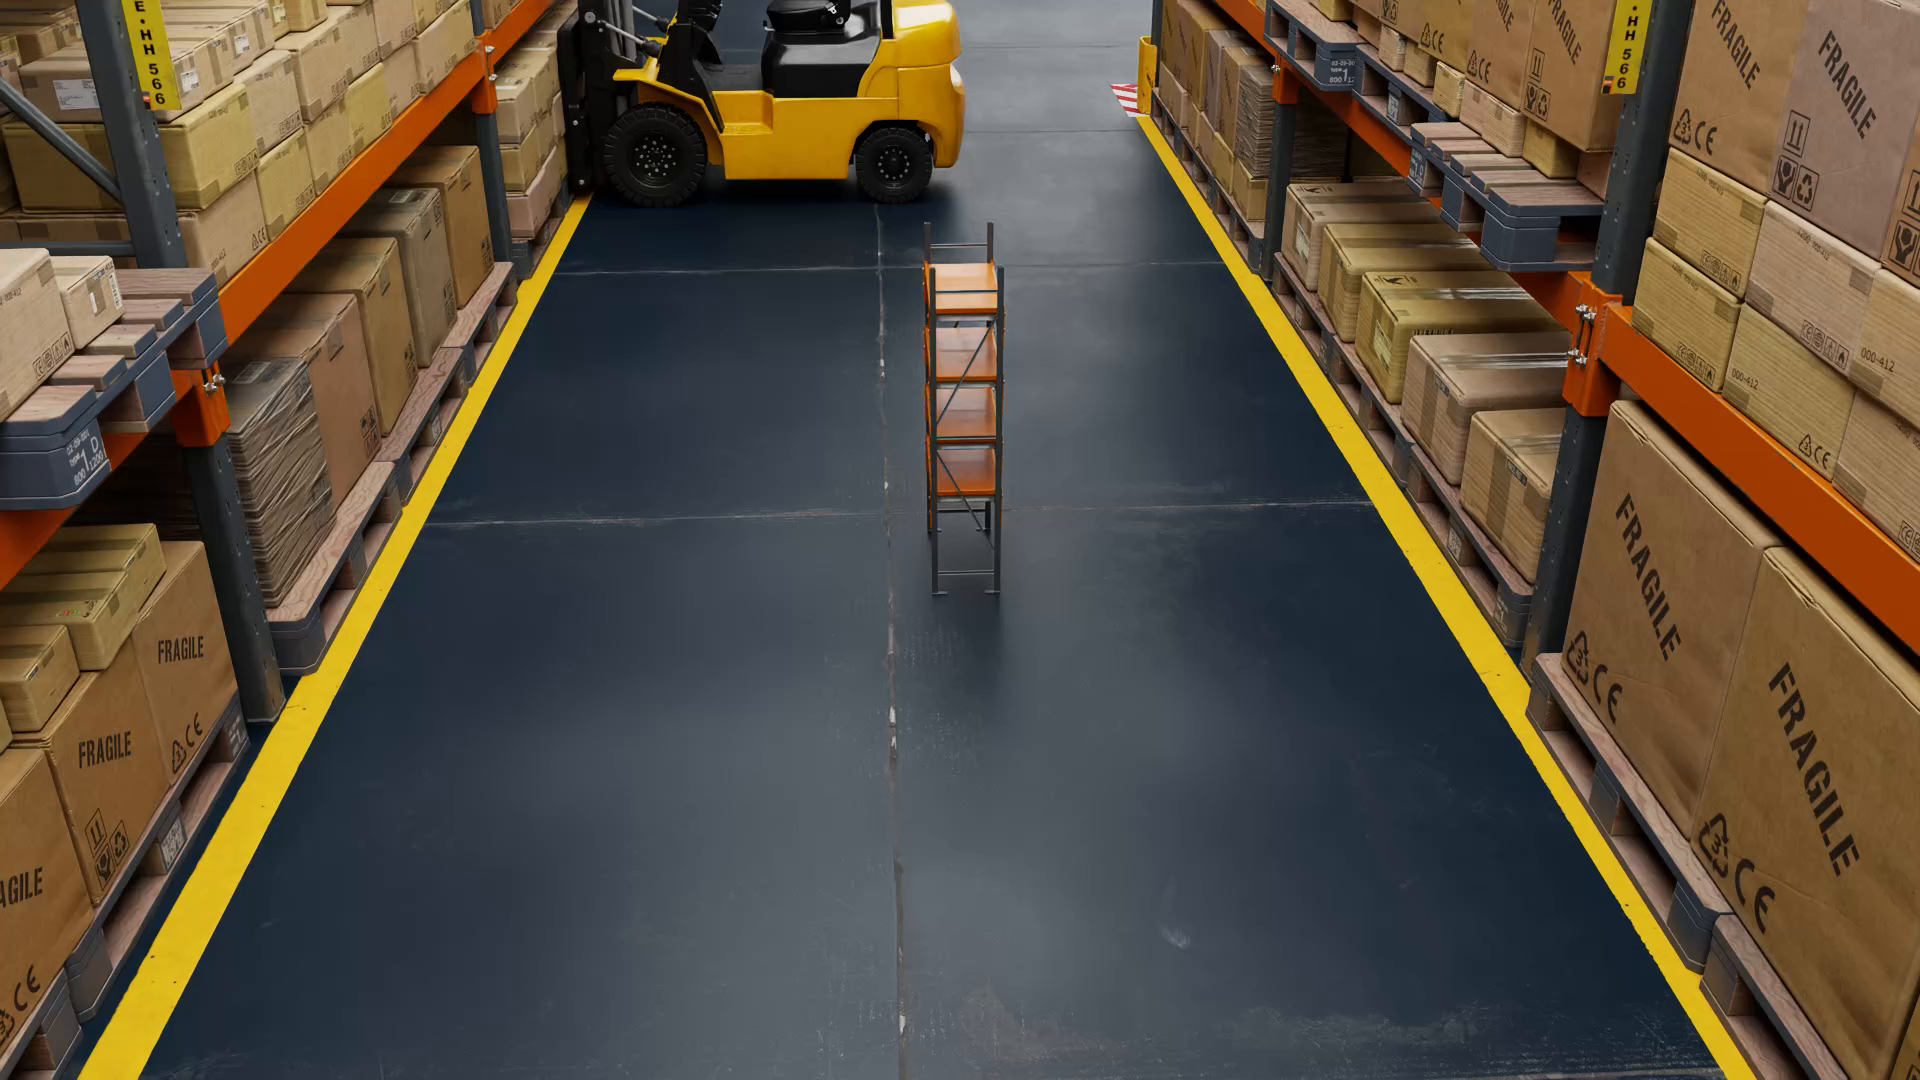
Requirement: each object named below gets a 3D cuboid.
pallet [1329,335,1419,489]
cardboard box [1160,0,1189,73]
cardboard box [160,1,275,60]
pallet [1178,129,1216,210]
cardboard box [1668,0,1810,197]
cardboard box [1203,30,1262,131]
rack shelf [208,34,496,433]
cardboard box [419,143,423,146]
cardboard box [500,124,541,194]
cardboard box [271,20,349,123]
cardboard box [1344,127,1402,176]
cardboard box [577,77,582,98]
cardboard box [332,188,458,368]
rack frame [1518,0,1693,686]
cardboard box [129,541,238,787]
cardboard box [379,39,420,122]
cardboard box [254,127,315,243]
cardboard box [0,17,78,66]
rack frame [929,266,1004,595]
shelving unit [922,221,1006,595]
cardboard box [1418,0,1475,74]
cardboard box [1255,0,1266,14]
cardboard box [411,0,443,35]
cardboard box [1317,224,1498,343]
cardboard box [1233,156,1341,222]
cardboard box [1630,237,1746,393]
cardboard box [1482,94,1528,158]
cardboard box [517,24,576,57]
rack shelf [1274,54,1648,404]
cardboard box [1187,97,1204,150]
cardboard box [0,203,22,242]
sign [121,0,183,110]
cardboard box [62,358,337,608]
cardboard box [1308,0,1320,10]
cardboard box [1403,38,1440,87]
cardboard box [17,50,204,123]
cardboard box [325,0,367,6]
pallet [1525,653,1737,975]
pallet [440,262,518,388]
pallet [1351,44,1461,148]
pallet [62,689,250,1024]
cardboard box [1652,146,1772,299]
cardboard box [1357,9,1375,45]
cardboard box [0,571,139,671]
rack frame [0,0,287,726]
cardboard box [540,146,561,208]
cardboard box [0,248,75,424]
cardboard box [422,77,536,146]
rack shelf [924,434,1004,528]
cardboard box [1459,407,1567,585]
[{"bbox_3d":[2.232,-0.581,7.136,1.003,0.211,1.213,-1,28,-3],"label":"pallet"},{"bbox_3d":[1.682,-3.498,11.422,0.500,0.500,0.500,-2,28,-4],"label":"cardboard box"},{"bbox_3d":[-2.428,-1.621,5.305,0.380,0.149,0.250,-1,28,-2],"label":"cardboard box"},{"bbox_3d":[1.986,-2.380,10.584,1.003,0.211,1.213,-1,28,-3],"label":"pallet"},{"bbox_3d":[2.113,-1.149,4.019,0.500,0.500,0.500,-2,28,-4],"label":"cardboard box"},{"bbox_3d":[1.768,-2.779,10.042,0.500,0.500,0.500,0,28,0],"label":"cardboard box"},{"bbox_3d":[-2.730,-1.378,6.426,1.077,0.370,4.000,-1,28,-3],"label":"rack shelf"},{"bbox_3d":[-3.053,-2.253,8.765,0.500,0.250,0.500,-1,28,-2],"label":"cardboard box"},{"bbox_3d":[-2.551,-2.040,8.896,0.500,0.250,0.500,-2,28,-3],"label":"cardboard box"},{"bbox_3d":[-2.439,-1.612,5.719,0.500,0.250,0.500,-2,28,-4],"label":"cardboard box"},{"bbox_3d":[2.362,-2.320,9.164,0.500,0.500,0.500,0,28,0],"label":"cardboard box"},{"bbox_3d":[-2.619,-2.738,10.235,0.500,0.250,0.500,-1,28,-3],"label":"cardboard box"},{"bbox_3d":[-2.763,-1.154,7.333,0.875,0.625,0.625,-2,28,-3],"label":"cardboard box"},{"bbox_3d":[2.332,-0.895,4.722,1.000,3.000,0.127,-1,28,-3],"label":"rack frame"},{"bbox_3d":[-2.388,0.339,4.605,0.500,0.500,0.500,-1,28,-1],"label":"cardboard box"},{"bbox_3d":[-2.519,-1.865,6.745,0.500,0.250,0.500,-1,28,-2],"label":"cardboard box"},{"bbox_3d":[-2.426,-1.150,5.373,0.500,0.250,0.500,-2,28,-4],"label":"cardboard box"},{"bbox_3d":[-2.922,-1.490,5.053,0.380,0.149,0.250,-1,28,-3],"label":"cardboard box"},{"bbox_3d":[0.021,-0.343,5.610,0.240,1.200,0.015,-1,28,-3],"label":"rack frame"},{"bbox_3d":[0.009,-0.456,5.826,0.258,1.200,0.503,-1,28,-3],"label":"shelving unit"},{"bbox_3d":[1.965,-1.932,5.826,0.500,0.500,0.500,-3,28,-6],"label":"cardboard box"},{"bbox_3d":[1.782,-2.887,8.812,0.380,0.149,0.250,-1,28,-1],"label":"cardboard box"},{"bbox_3d":[-2.519,-2.317,7.071,0.500,0.250,0.500,-2,28,-4],"label":"cardboard box"},{"bbox_3d":[2.194,-1.189,7.673,0.950,0.372,0.625,0,28,1],"label":"cardboard box"},{"bbox_3d":[1.823,-1.975,9.313,0.500,0.250,0.500,0,28,0],"label":"cardboard box"},{"bbox_3d":[2.106,-0.596,4.311,0.500,0.250,0.500,-2,28,-4],"label":"cardboard box"},{"bbox_3d":[1.935,-1.352,5.417,0.380,0.149,0.250,-2,28,-3],"label":"cardboard box"},{"bbox_3d":[-2.620,-2.970,10.139,0.500,0.250,0.500,-2,28,-4],"label":"cardboard box"},{"bbox_3d":[2.227,-1.499,6.659,1.077,0.370,4.000,-1,28,-3],"label":"rack shelf"},{"bbox_3d":[1.740,-2.689,10.682,0.500,0.250,0.500,0,28,1],"label":"cardboard box"},{"bbox_3d":[-2.904,-0.908,4.909,0.500,0.250,0.500,-2,28,-4],"label":"cardboard box"},{"bbox_3d":[-2.084,-1.269,4.273,0.100,0.325,0.005,-1,28,-3],"label":"sign"},{"bbox_3d":[-2.644,-0.195,5.493,0.875,0.625,0.625,-1,28,-1],"label":"cardboard box"},{"bbox_3d":[1.836,-2.554,7.720,0.380,0.149,0.250,-1,28,-2],"label":"cardboard box"},{"bbox_3d":[1.920,-1.829,6.330,0.380,0.149,0.250,-2,28,-4],"label":"cardboard box"},{"bbox_3d":[-2.348,-1.259,4.611,0.380,0.149,0.250,-1,28,-1],"label":"cardboard box"},{"bbox_3d":[-2.407,-2.090,6.204,0.380,0.149,0.250,-2,28,-4],"label":"cardboard box"},{"bbox_3d":[2.298,0.708,4.665,1.003,0.211,1.213,-1,28,-3],"label":"pallet"},{"bbox_3d":[-2.757,-1.045,8.024,1.003,0.211,1.213,-1,28,-3],"label":"pallet"},{"bbox_3d":[2.187,-1.723,6.517,1.003,0.211,1.213,-1,28,-3],"label":"pallet"},{"bbox_3d":[-2.624,0.809,4.471,1.003,0.211,1.213,-1,28,-3],"label":"pallet"},{"bbox_3d":[2.111,-0.810,4.181,0.500,0.250,0.500,-2,28,-3],"label":"cardboard box"},{"bbox_3d":[1.903,-2.189,7.022,0.380,0.149,0.250,-1,28,-2],"label":"cardboard box"},{"bbox_3d":[-2.301,0.209,4.154,0.380,0.149,0.250,-3,28,-5],"label":"cardboard box"},{"bbox_3d":[-2.625,-0.773,4.488,1.000,3.000,0.127,-1,28,-3],"label":"rack frame"},{"bbox_3d":[-2.571,-2.053,9.462,0.500,0.250,0.500,-2,28,-4],"label":"cardboard box"},{"bbox_3d":[-2.247,-0.413,3.507,0.500,0.250,0.500,-3,28,-5],"label":"cardboard box"},{"bbox_3d":[-2.546,-2.262,8.781,0.500,0.250,0.500,-2,28,-3],"label":"cardboard box"},{"bbox_3d":[0.009,-0.220,5.949,0.258,0.148,0.480,-1,28,-3],"label":"rack shelf"},{"bbox_3d":[2.312,-0.177,5.733,0.950,0.372,0.625,-3,28,-6],"label":"cardboard box"}]
